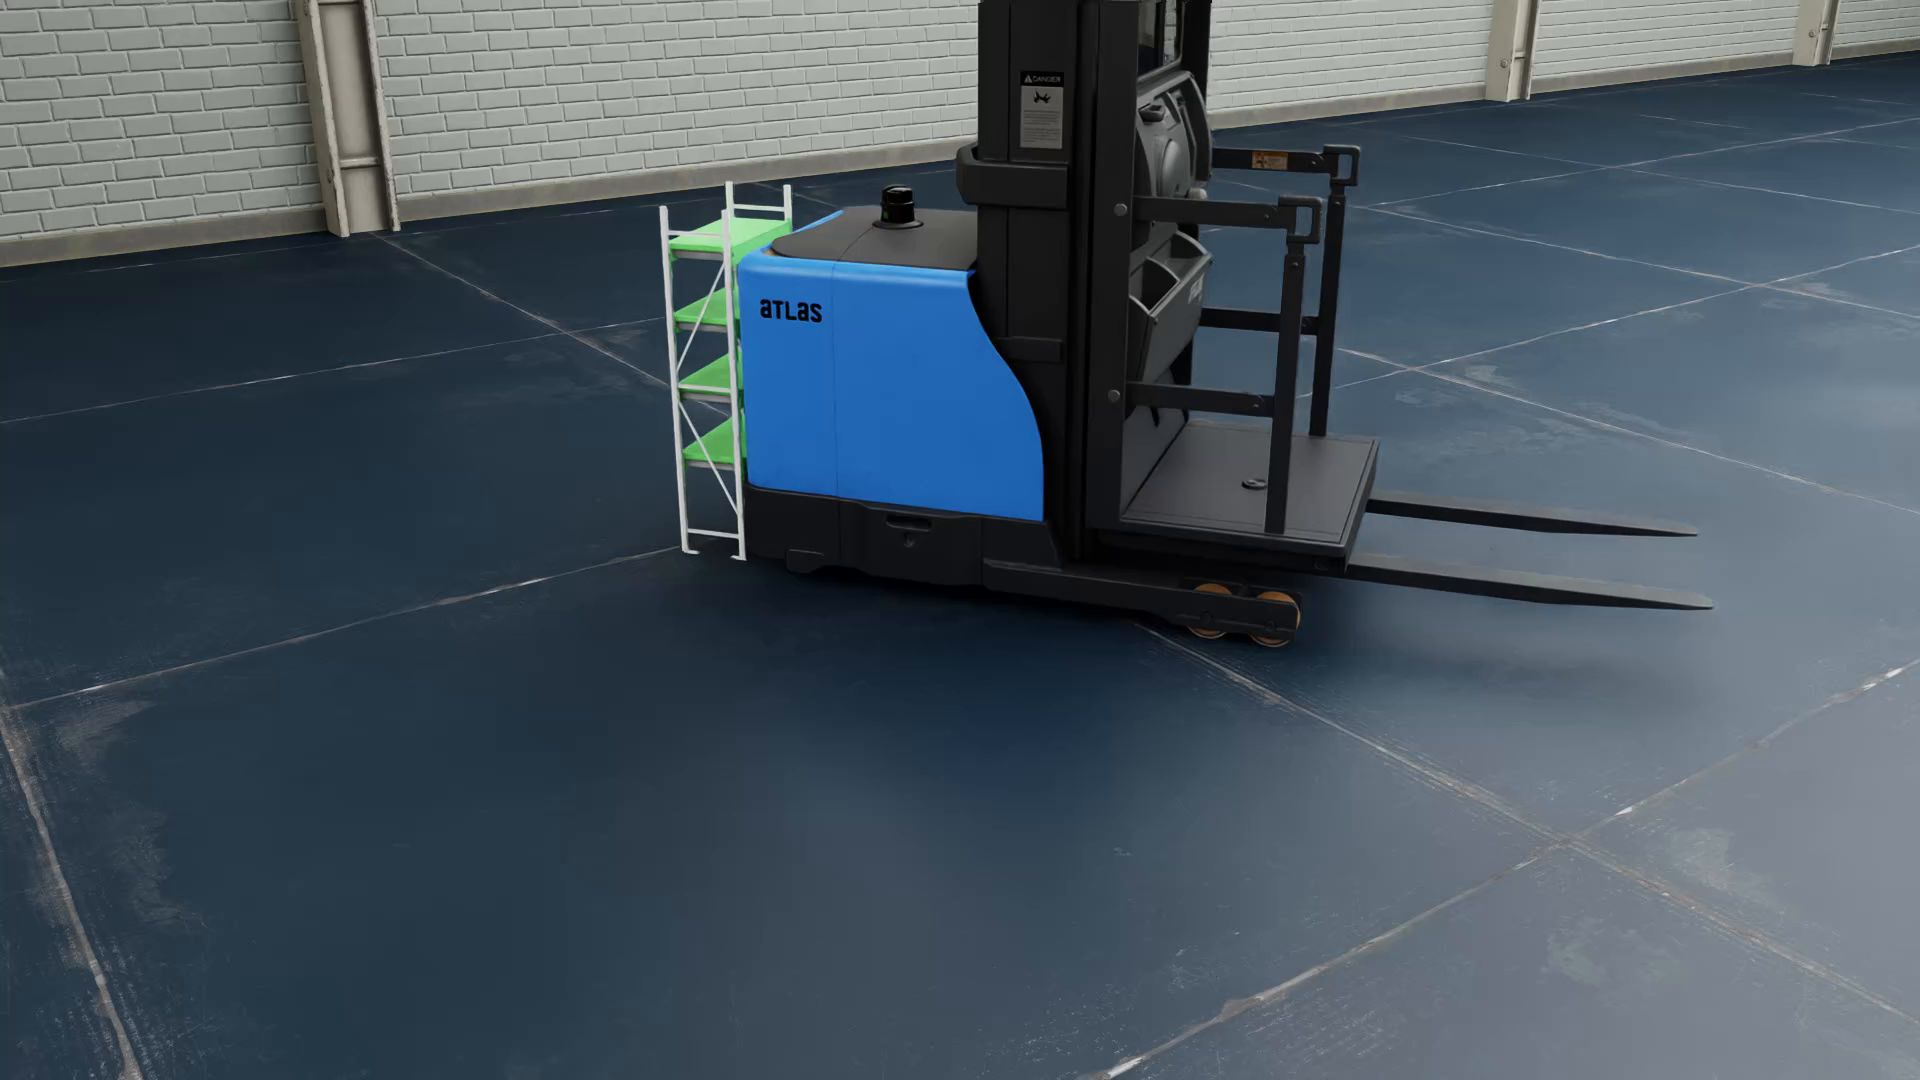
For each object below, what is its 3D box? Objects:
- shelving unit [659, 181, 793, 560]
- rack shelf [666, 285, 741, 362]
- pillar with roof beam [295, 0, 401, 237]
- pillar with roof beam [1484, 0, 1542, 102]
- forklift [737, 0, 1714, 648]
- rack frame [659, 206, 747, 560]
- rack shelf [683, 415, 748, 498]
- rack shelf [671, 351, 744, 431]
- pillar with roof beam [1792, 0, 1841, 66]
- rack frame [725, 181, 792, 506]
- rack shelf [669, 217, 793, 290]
[{"bbox_3d":[-0.775,-0.589,5.754,0.258,1.200,0.503,7,23,17],"label":"shelving unit"},{"bbox_3d":[-0.775,-0.753,5.689,0.258,0.148,0.480,7,23,17],"label":"rack shelf"},{"bbox_3d":[-1.454,-4.950,6.159,0.400,9.000,9.100,-15,26,-33],"label":"pillar with roof beam"},{"bbox_3d":[8.287,-7.547,12.668,0.400,9.000,9.100,-15,26,-33],"label":"pillar with roof beam"},{"bbox_3d":[0.850,-1.255,5.087,3.031,2.935,1.130,7,23,17],"label":"forklift"},{"bbox_3d":[-0.851,-0.503,5.539,0.240,1.200,0.015,7,23,17],"label":"rack frame"},{"bbox_3d":[-0.775,-0.307,5.867,0.258,0.148,0.480,7,23,17],"label":"rack shelf"},{"bbox_3d":[-0.775,-0.530,5.778,0.258,0.148,0.480,7,23,17],"label":"rack shelf"},{"bbox_3d":[13.157,-8.846,15.923,0.400,9.000,9.100,-15,26,-33],"label":"pillar with roof beam"},{"bbox_3d":[-0.699,-0.675,5.969,0.240,1.200,0.015,7,23,17],"label":"rack frame"},{"bbox_3d":[-0.775,-0.976,5.600,0.258,0.148,0.480,7,23,17],"label":"rack shelf"}]
